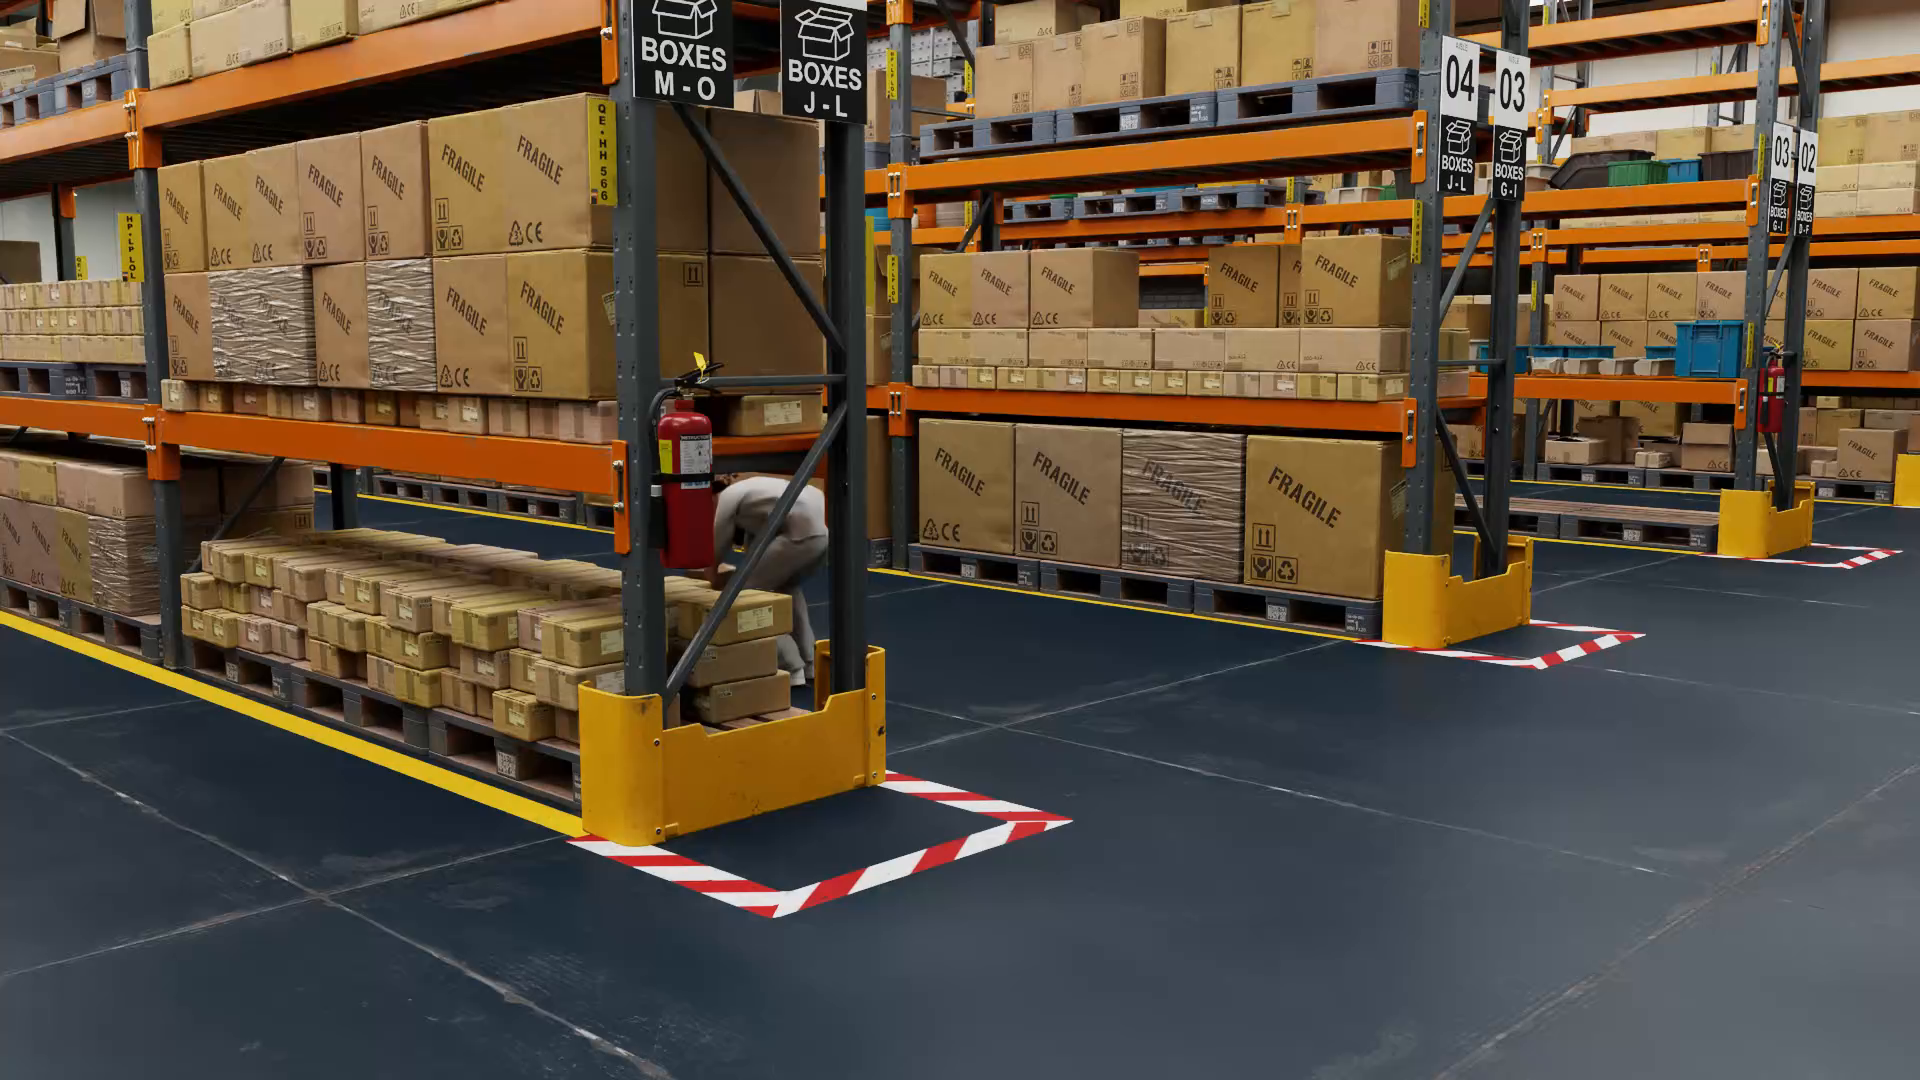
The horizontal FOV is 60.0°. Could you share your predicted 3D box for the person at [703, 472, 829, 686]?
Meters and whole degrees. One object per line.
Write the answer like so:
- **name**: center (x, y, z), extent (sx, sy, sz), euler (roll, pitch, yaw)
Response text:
- **person**: center (-0.979, 0.094, 8.082), extent (0.847, 1.164, 0.436), euler (4, 8, 29)
